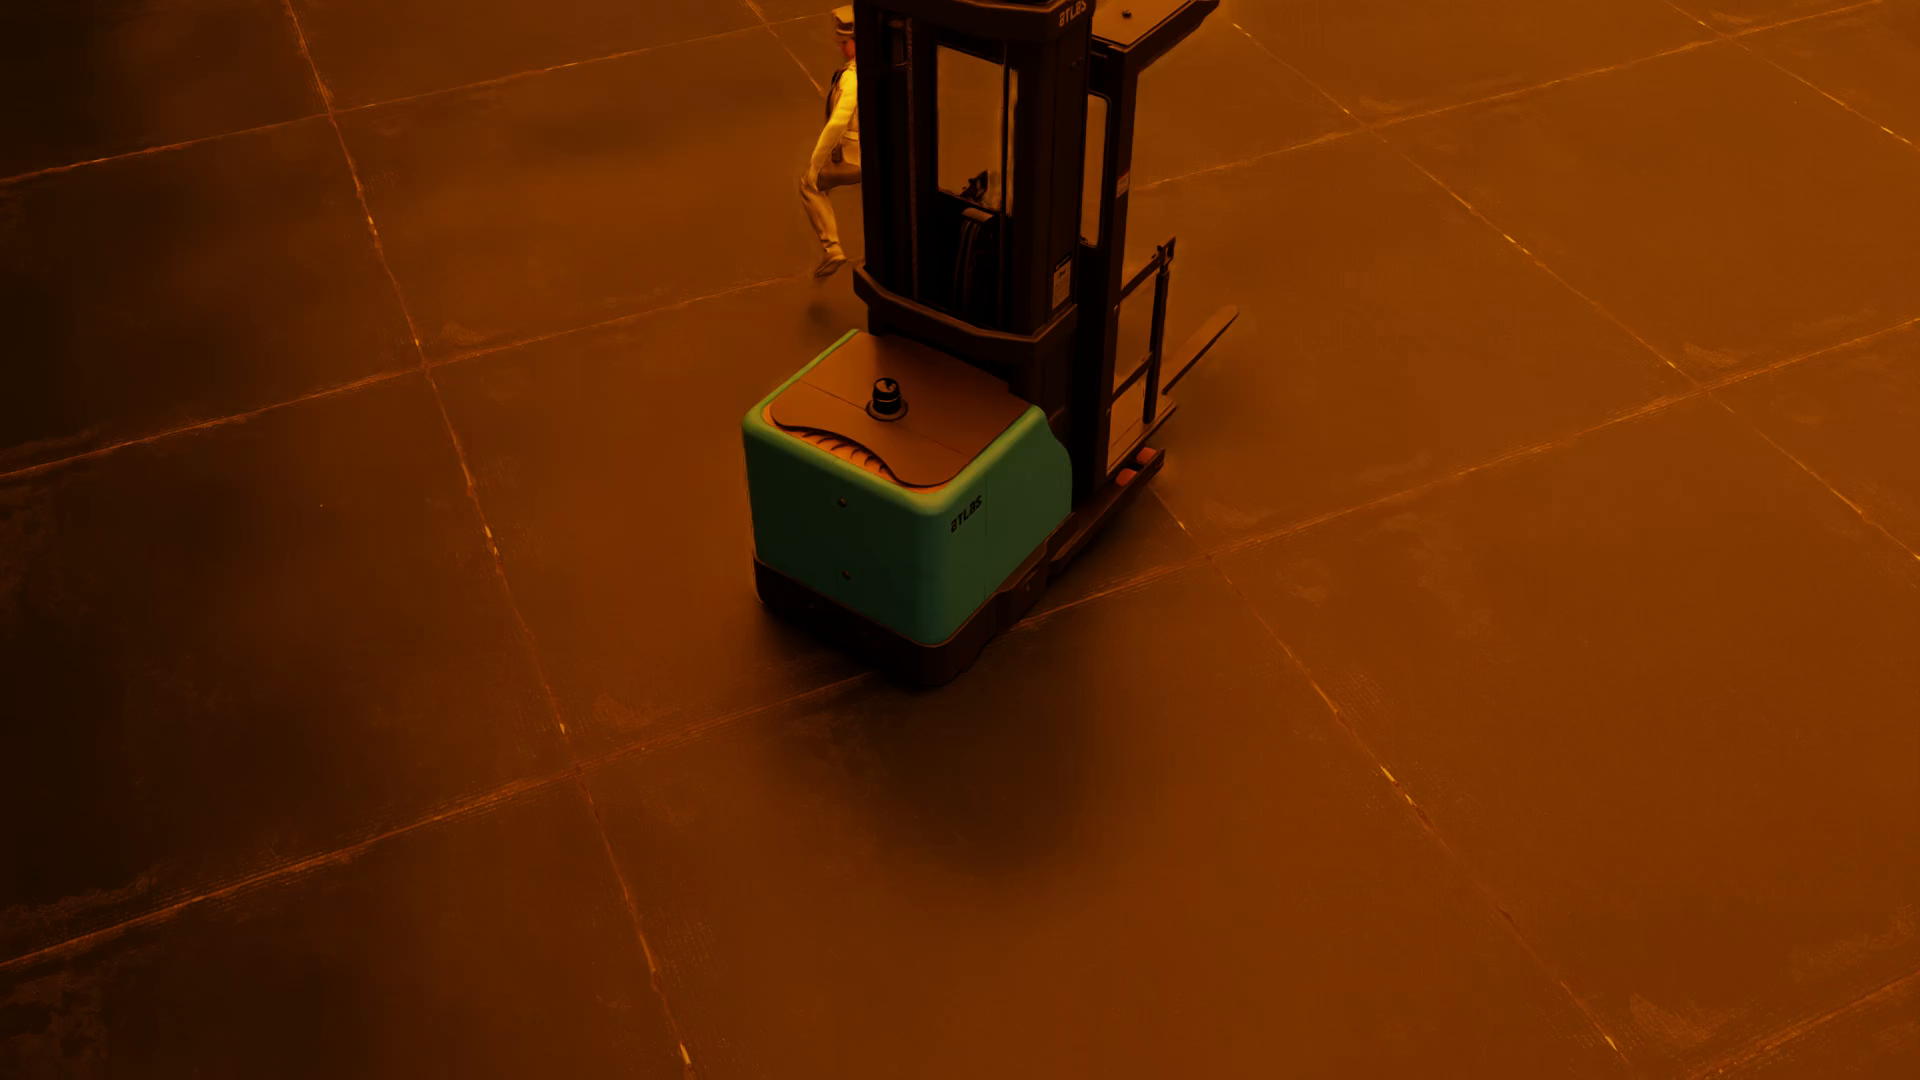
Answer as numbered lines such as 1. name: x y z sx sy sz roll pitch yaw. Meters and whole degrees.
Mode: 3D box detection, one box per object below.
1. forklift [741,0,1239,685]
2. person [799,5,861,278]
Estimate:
1. forklift: 0.341 -1.424 7.206 1.130 2.935 3.031 25 49 25
2. person: -0.561 -2.114 8.977 0.804 1.561 0.516 -26 49 -25
